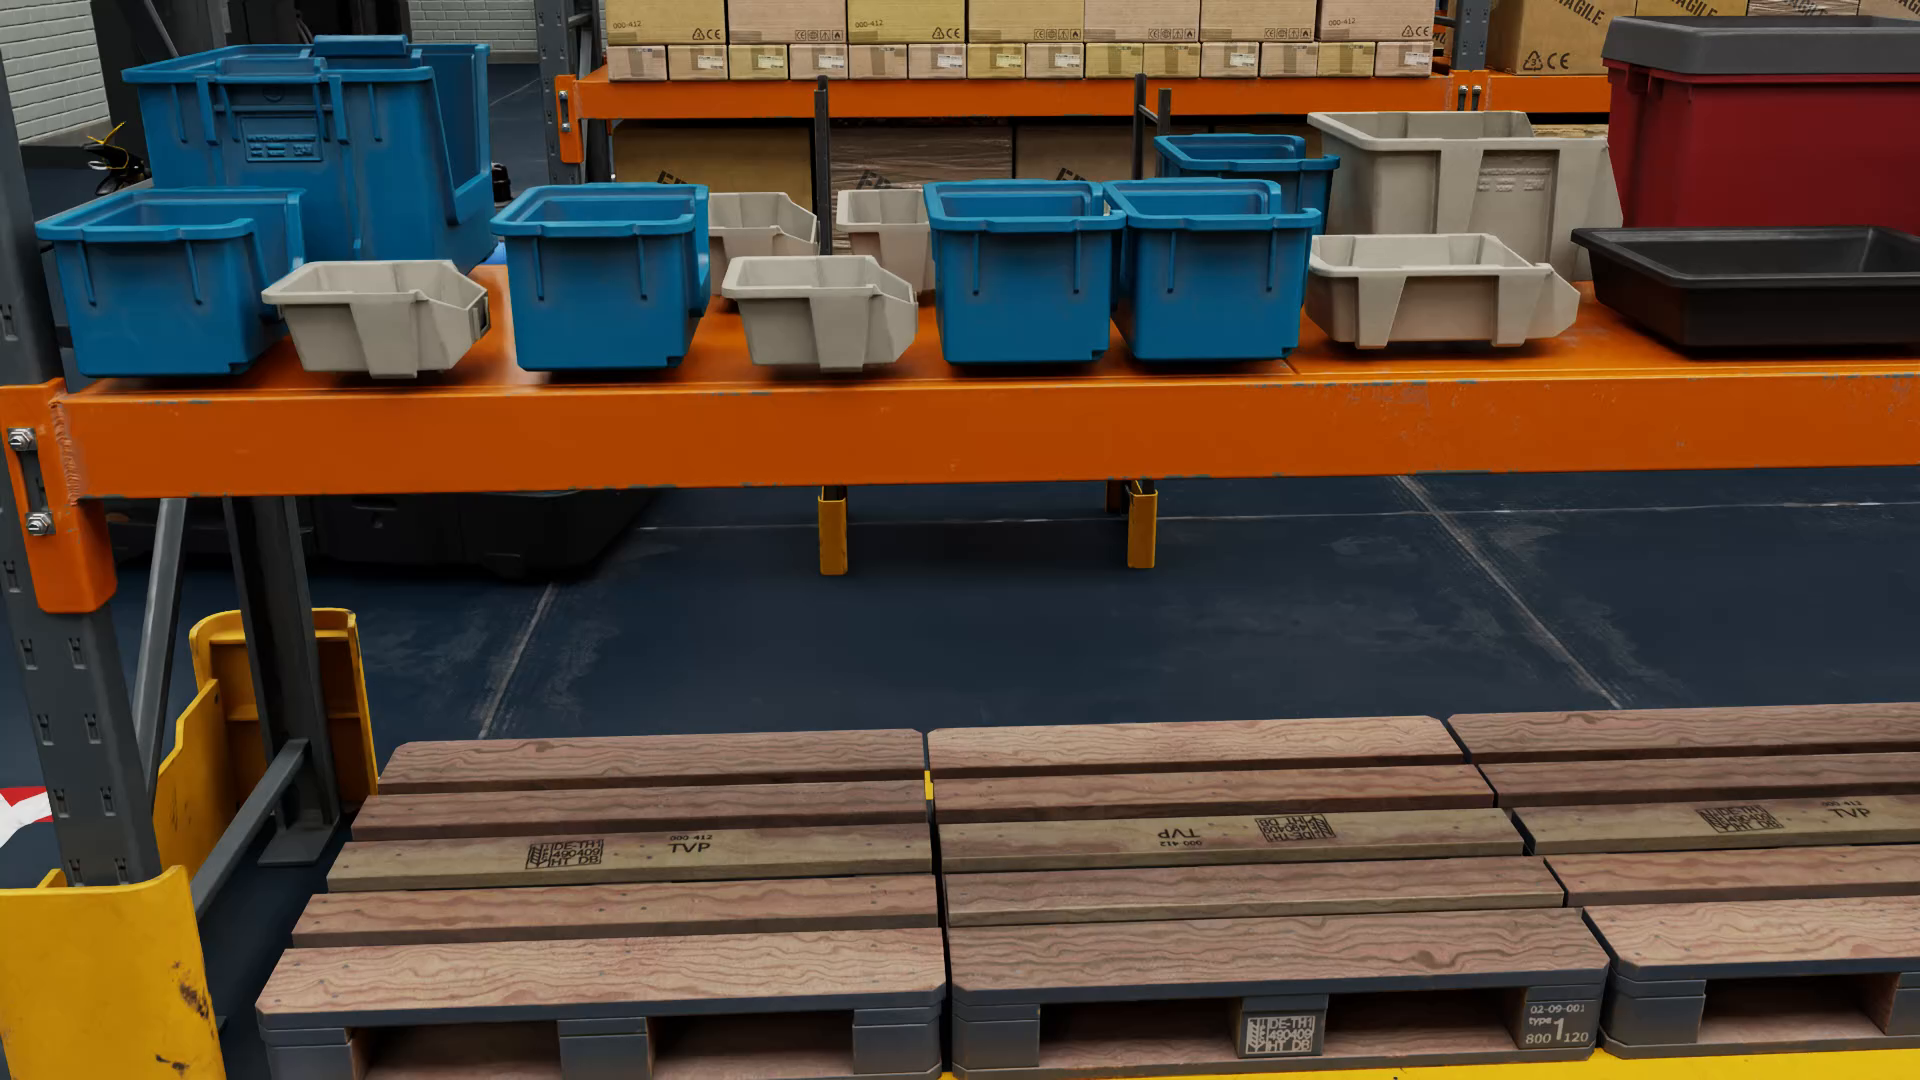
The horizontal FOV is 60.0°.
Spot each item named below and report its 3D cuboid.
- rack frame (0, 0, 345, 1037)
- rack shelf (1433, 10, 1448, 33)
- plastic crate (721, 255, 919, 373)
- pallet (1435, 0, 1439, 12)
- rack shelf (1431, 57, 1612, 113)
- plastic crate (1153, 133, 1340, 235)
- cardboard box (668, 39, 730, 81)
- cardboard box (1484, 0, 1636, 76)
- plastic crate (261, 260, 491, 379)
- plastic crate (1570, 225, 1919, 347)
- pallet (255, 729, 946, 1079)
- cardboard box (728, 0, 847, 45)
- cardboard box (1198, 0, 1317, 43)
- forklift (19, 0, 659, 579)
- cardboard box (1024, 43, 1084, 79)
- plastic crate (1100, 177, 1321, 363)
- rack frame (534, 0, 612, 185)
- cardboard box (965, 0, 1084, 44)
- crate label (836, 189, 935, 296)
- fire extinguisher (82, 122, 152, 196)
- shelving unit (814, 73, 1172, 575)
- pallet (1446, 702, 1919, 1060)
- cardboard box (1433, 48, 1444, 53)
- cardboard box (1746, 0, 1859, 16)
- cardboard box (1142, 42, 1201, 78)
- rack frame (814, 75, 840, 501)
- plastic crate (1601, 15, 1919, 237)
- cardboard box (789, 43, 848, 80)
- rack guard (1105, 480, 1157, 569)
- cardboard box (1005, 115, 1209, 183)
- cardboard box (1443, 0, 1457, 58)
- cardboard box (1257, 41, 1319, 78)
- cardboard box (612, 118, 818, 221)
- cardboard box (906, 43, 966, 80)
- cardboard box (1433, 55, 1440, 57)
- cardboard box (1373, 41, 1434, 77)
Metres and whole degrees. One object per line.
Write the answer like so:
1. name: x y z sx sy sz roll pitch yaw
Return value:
1. rack frame: -1.484 -0.574 2.913 0.127 3.000 1.000 -1 21 -3
2. rack shelf: 4.041 -3.883 12.616 4.000 0.370 1.077 -1 21 -3
3. plastic crate: -0.216 -0.358 2.631 0.298 0.136 0.250 -1 21 -3
4. pallet: 2.816 -4.053 12.320 1.213 0.211 1.003 -1 21 -3
5. rack shelf: 4.224 -2.119 7.983 4.000 0.370 1.077 -1 21 -3
6. plastic crate: 0.552 -0.657 3.281 0.300 0.233 0.416 -1 21 -3
7. cardboard box: -1.137 -2.112 7.305 0.250 0.149 0.380 -1 21 -4
8. cardboard box: 2.701 -2.382 7.521 0.500 0.500 0.500 -1 21 -3
9. plastic crate: -0.893 -0.344 2.595 0.298 0.136 0.250 -1 21 -3
10. plastic crate: 1.408 -0.437 2.854 0.590 0.125 0.437 -1 21 -3
11. pallet: -0.658 0.726 3.417 1.213 0.211 1.003 -1 21 -3
12. cardboard box: -0.753 -2.329 7.316 0.500 0.250 0.500 -1 21 -4
13. cardboard box: 1.285 -2.370 7.423 0.500 0.250 0.500 -1 21 -1
14. forklift: -2.601 -1.471 5.365 3.031 2.935 1.130 3 21 8
15. cardboard box: 0.404 -2.144 7.389 0.250 0.149 0.380 -1 21 -2
16. plastic crate: 0.396 -0.445 2.725 0.300 0.233 0.416 -1 21 -3
17. rack frame: -1.766 -2.334 7.534 0.127 3.000 1.000 -1 21 -3
18. cardboard box: 0.269 -2.351 7.372 0.500 0.250 0.500 -2 21 -4
19. crate label: -0.113 -0.575 3.201 0.243 0.136 0.396 -1 21 -3
20. fire extinguisher: -1.660 -0.522 3.409 0.183 0.674 0.296 -1 21 -3
21. shelving unit: 0.076 -0.702 5.358 1.083 1.500 0.587 -1 21 -3
22. pallet: 1.778 0.677 3.547 1.213 0.211 1.003 -1 21 -3
23. cardboard box: 3.815 -3.684 12.950 0.500 0.250 0.500 -2 21 -5
24. cardboard box: 3.702 -2.403 7.575 0.500 0.500 0.500 -2 21 -4
25. cardboard box: 0.914 -2.154 7.415 0.250 0.149 0.380 -1 21 -2
26. rack frame: -0.422 -0.692 5.332 0.032 1.500 0.500 -1 21 -3
27. plastic crate: 1.604 -0.784 3.291 0.583 0.464 0.402 -1 21 -3
28. cardboard box: -0.621 -2.123 7.334 0.250 0.149 0.380 -1 21 -4
29. rack guard: 0.573 -0.128 5.607 0.087 0.250 0.587 -1 21 -3
30. cardboard box: 0.665 -1.615 8.043 0.875 0.875 0.875 -1 21 -3
31. cardboard box: 2.678 -2.568 8.010 0.500 0.500 0.500 -1 21 -3
32. cardboard box: 1.428 -2.164 7.443 0.250 0.149 0.380 -2 21 -4
33. cardboard box: -1.132 -1.578 7.947 0.875 0.875 0.875 -1 21 -3
34. cardboard box: -0.110 -2.133 7.361 0.250 0.149 0.380 -1 21 -4
35. cardboard box: 3.329 -3.490 12.441 0.500 0.250 0.500 -1 21 -2
36. cardboard box: 1.941 -2.175 7.471 0.250 0.149 0.380 -1 21 -3
